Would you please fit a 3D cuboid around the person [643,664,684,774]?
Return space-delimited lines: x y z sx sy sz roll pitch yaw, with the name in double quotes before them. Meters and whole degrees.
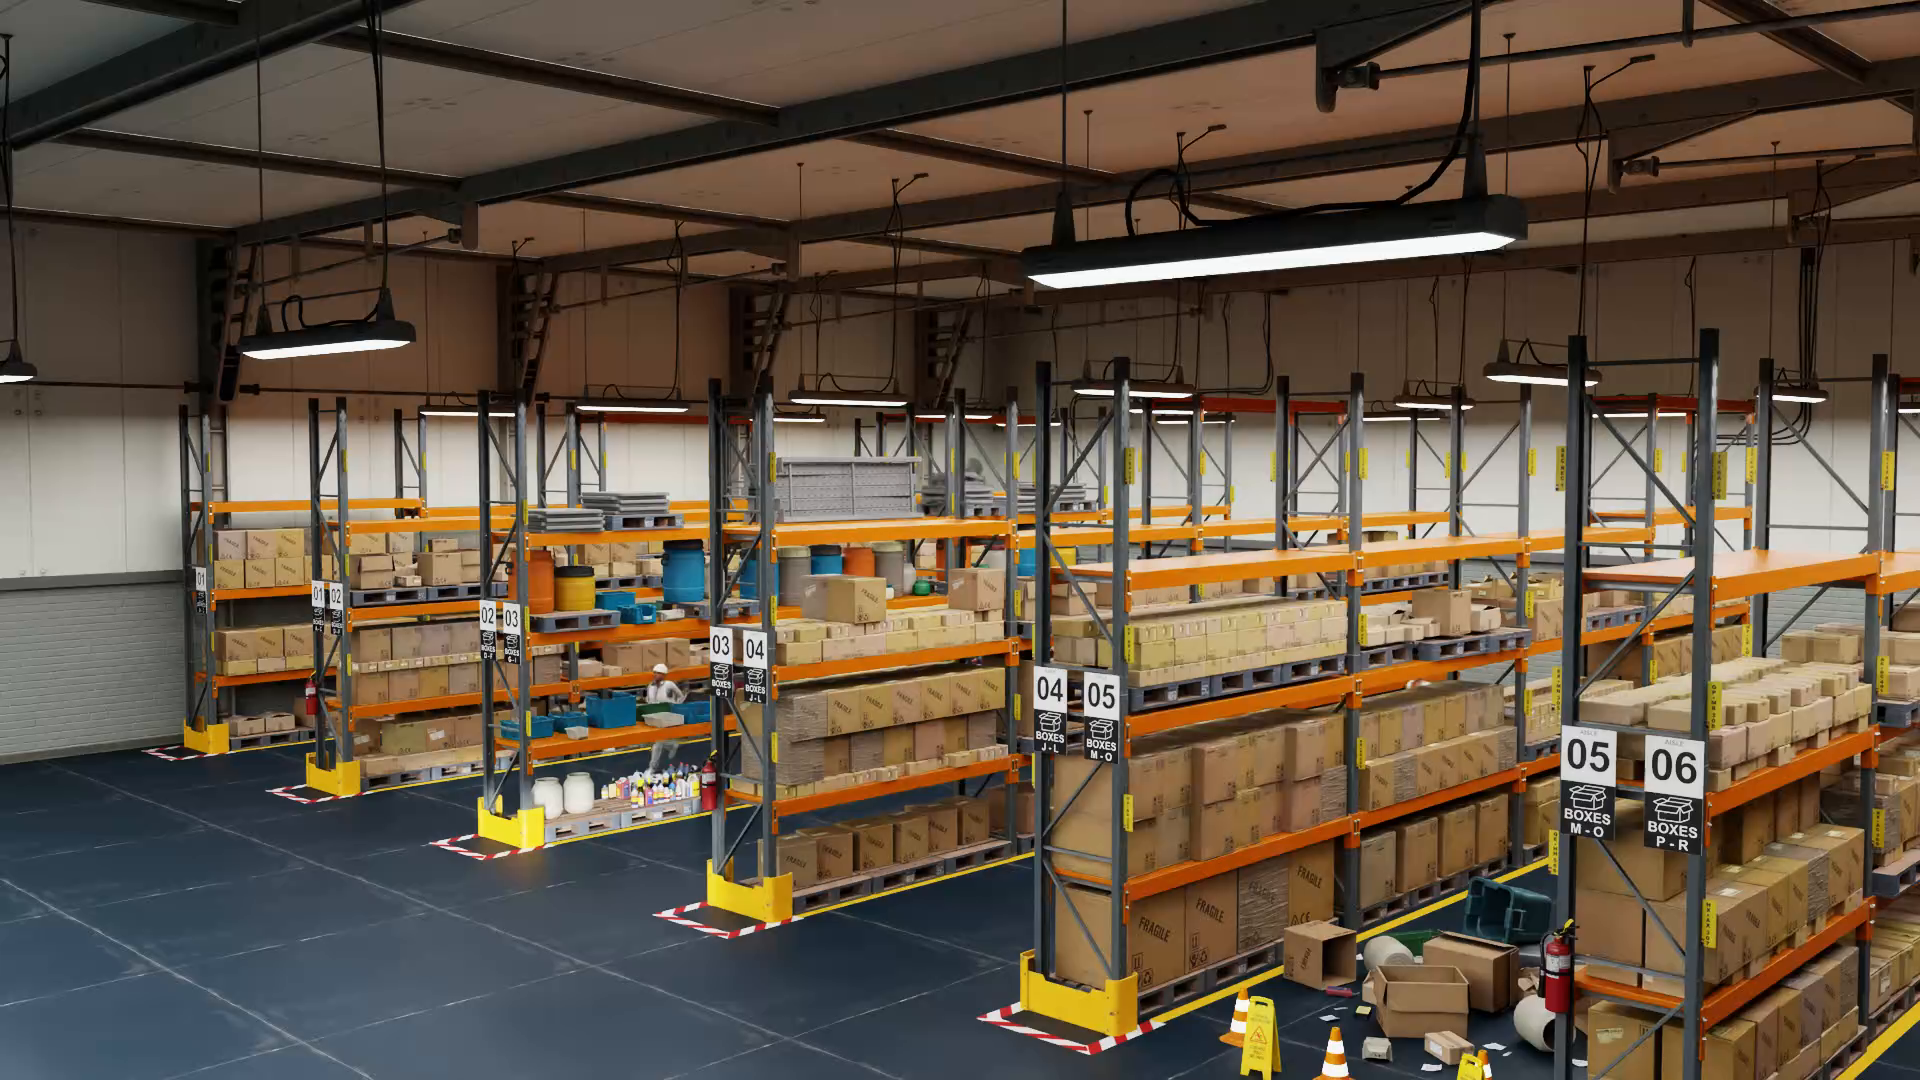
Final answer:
"person" -4.816 2.878 27.012 0.682 1.764 0.878 1 3 26

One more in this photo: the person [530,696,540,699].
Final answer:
"person" -7.710 2.754 29.875 0.571 1.676 0.615 3 4 41

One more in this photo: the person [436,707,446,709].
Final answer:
"person" -9.036 2.770 29.282 0.662 1.759 0.895 2 3 29

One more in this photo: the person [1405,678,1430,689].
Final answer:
"person" 7.233 2.879 26.384 0.631 1.841 0.734 3 4 40
